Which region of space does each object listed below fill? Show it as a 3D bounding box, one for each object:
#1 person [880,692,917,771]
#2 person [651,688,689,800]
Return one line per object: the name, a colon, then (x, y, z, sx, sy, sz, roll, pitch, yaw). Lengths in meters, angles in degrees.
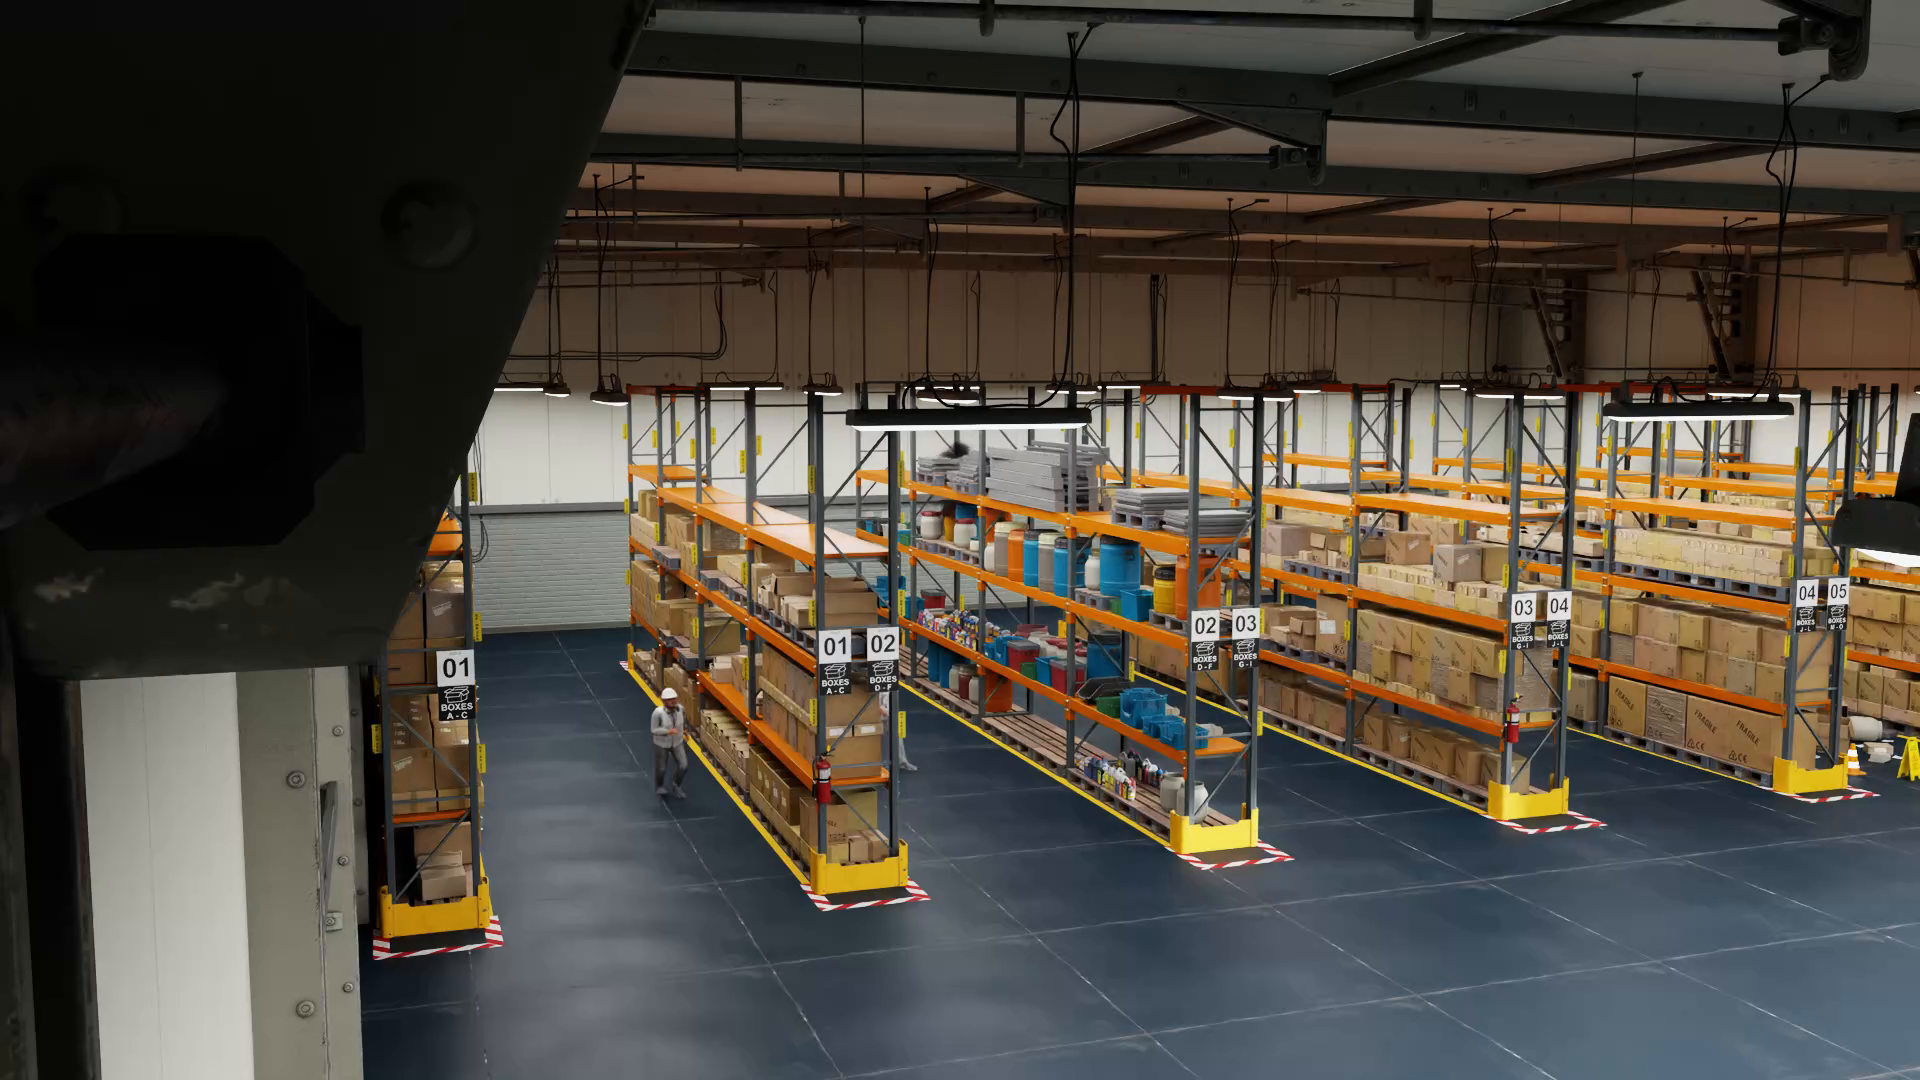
person: (-1.169, 2.759, 26.014, 0.920, 1.706, 0.628, 4, 7, 34)
person: (-4.253, 2.973, 24.360, 0.646, 1.695, 0.942, -3, 7, -29)
